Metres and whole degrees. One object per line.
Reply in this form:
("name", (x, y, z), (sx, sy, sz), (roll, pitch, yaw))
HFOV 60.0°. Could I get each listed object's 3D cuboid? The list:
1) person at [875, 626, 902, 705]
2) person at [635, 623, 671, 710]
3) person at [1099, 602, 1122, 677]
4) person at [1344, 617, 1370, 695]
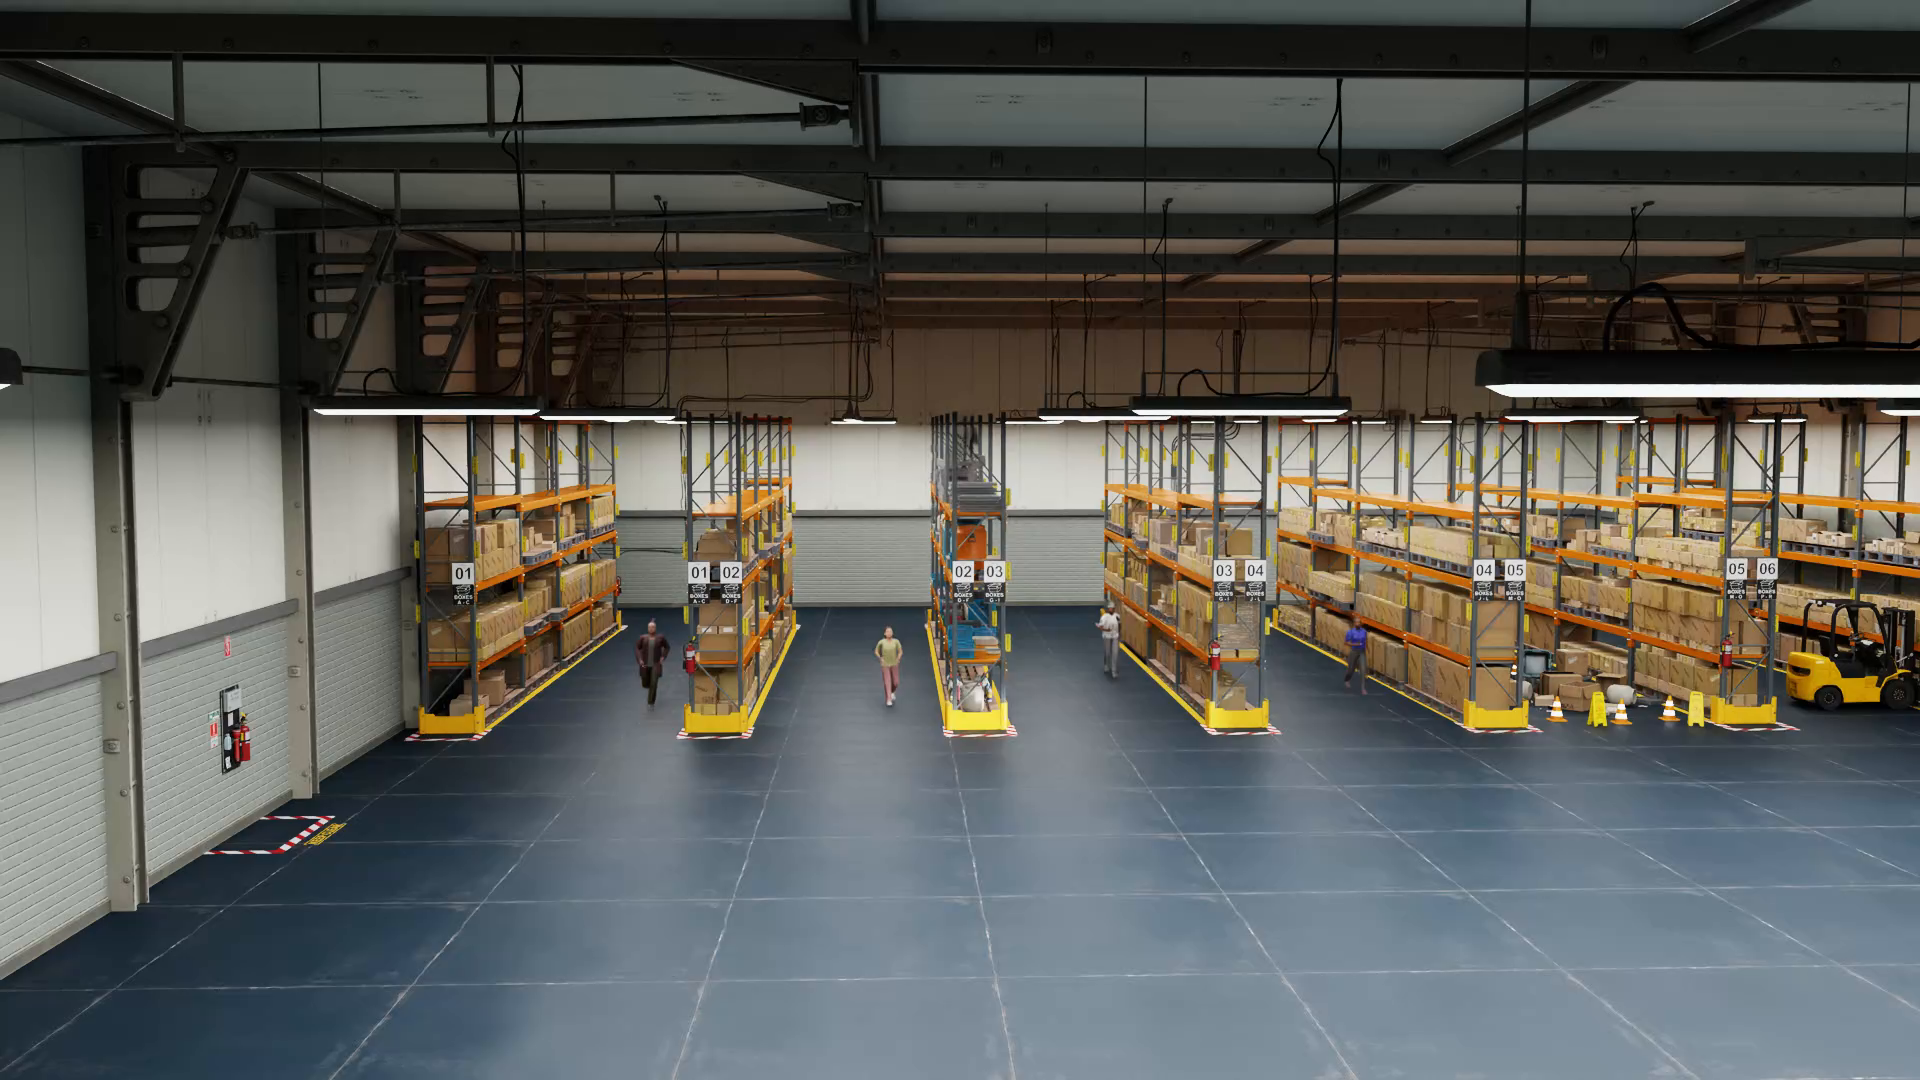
("person", (-1.458, 2.583, 34.186), (0.577, 1.619, 0.562), (-1, 4, -9))
("person", (-6.302, 2.560, 34.050), (0.714, 1.750, 0.918), (0, 4, 0))
("person", (3.470, 2.256, 38.137), (0.586, 1.685, 0.869), (0, 4, -7))
("person", (8.518, 2.463, 35.647), (0.589, 1.628, 0.909), (0, 4, -6))
